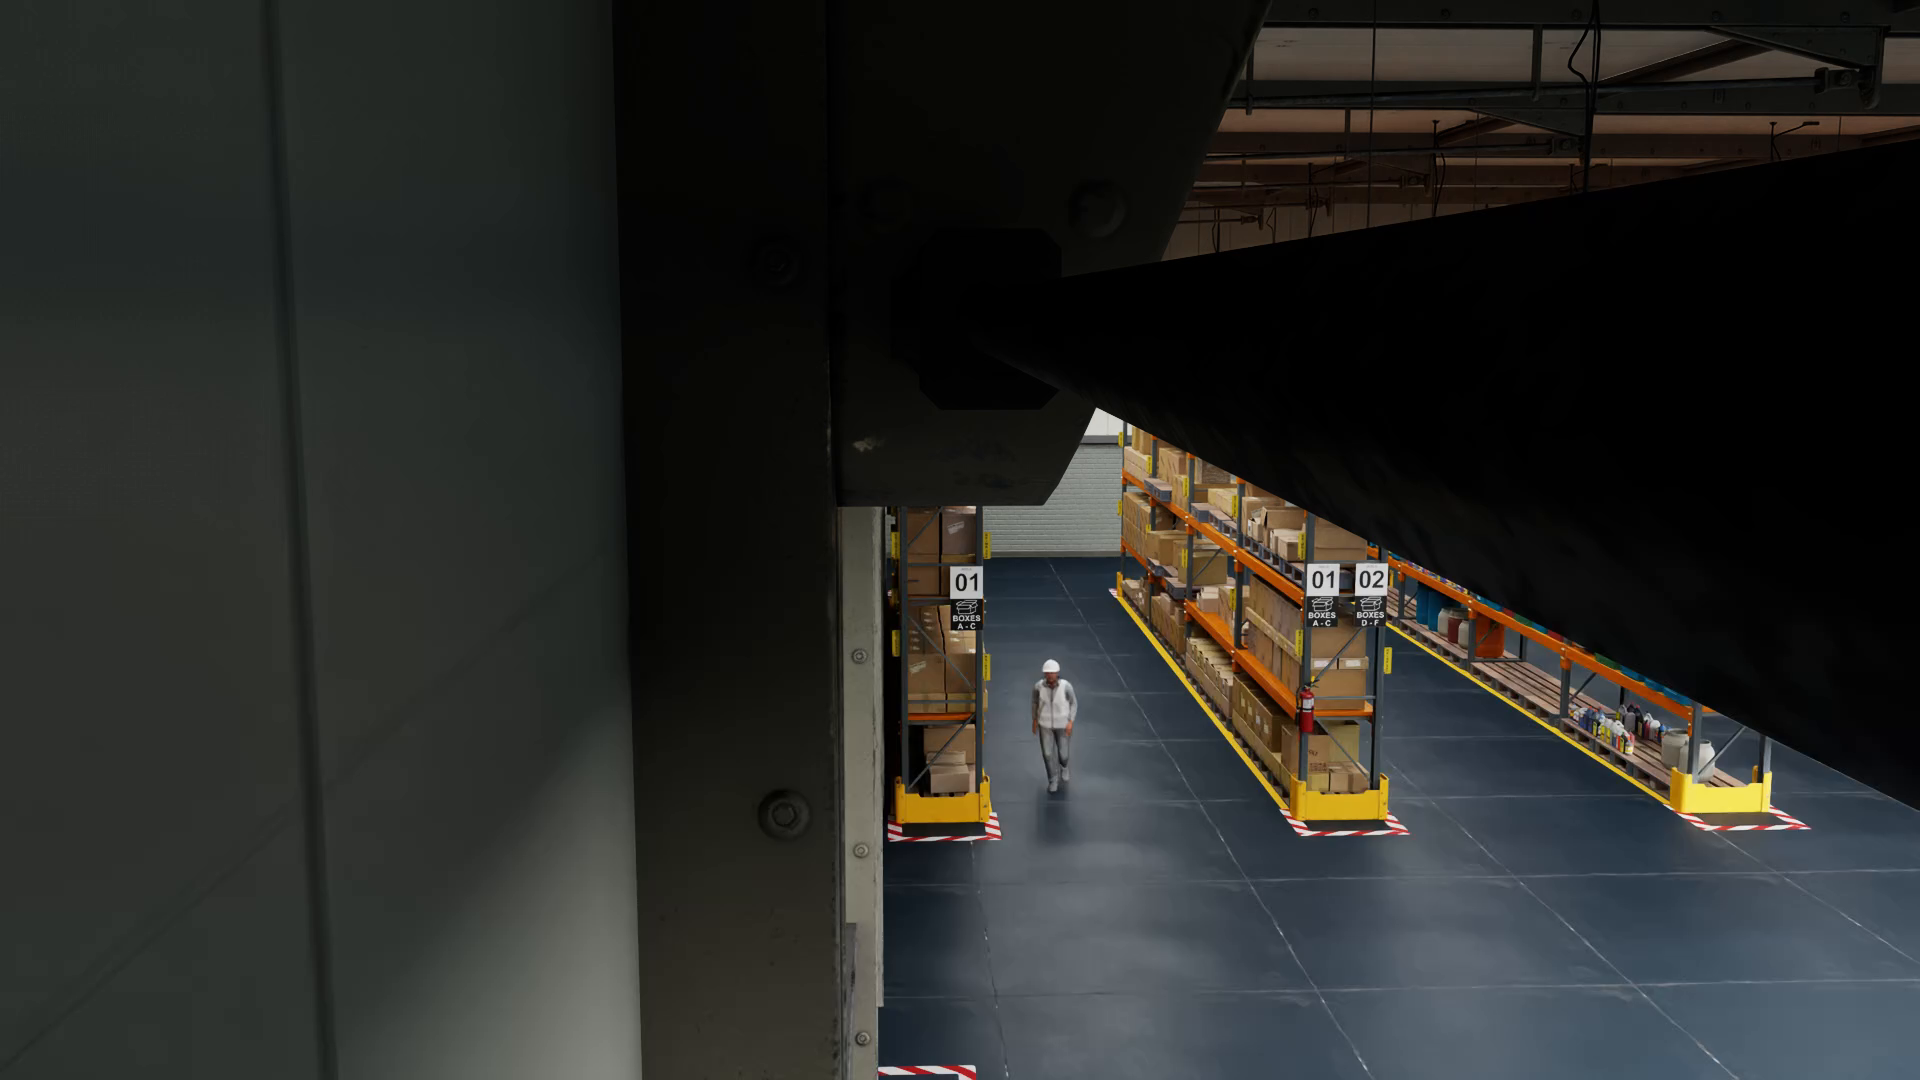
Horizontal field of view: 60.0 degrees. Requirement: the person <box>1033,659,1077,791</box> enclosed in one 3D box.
[{"bbox_3d":[1.254,2.405,21.902,0.600,1.754,0.660,1,8,10],"label":"person"}]
